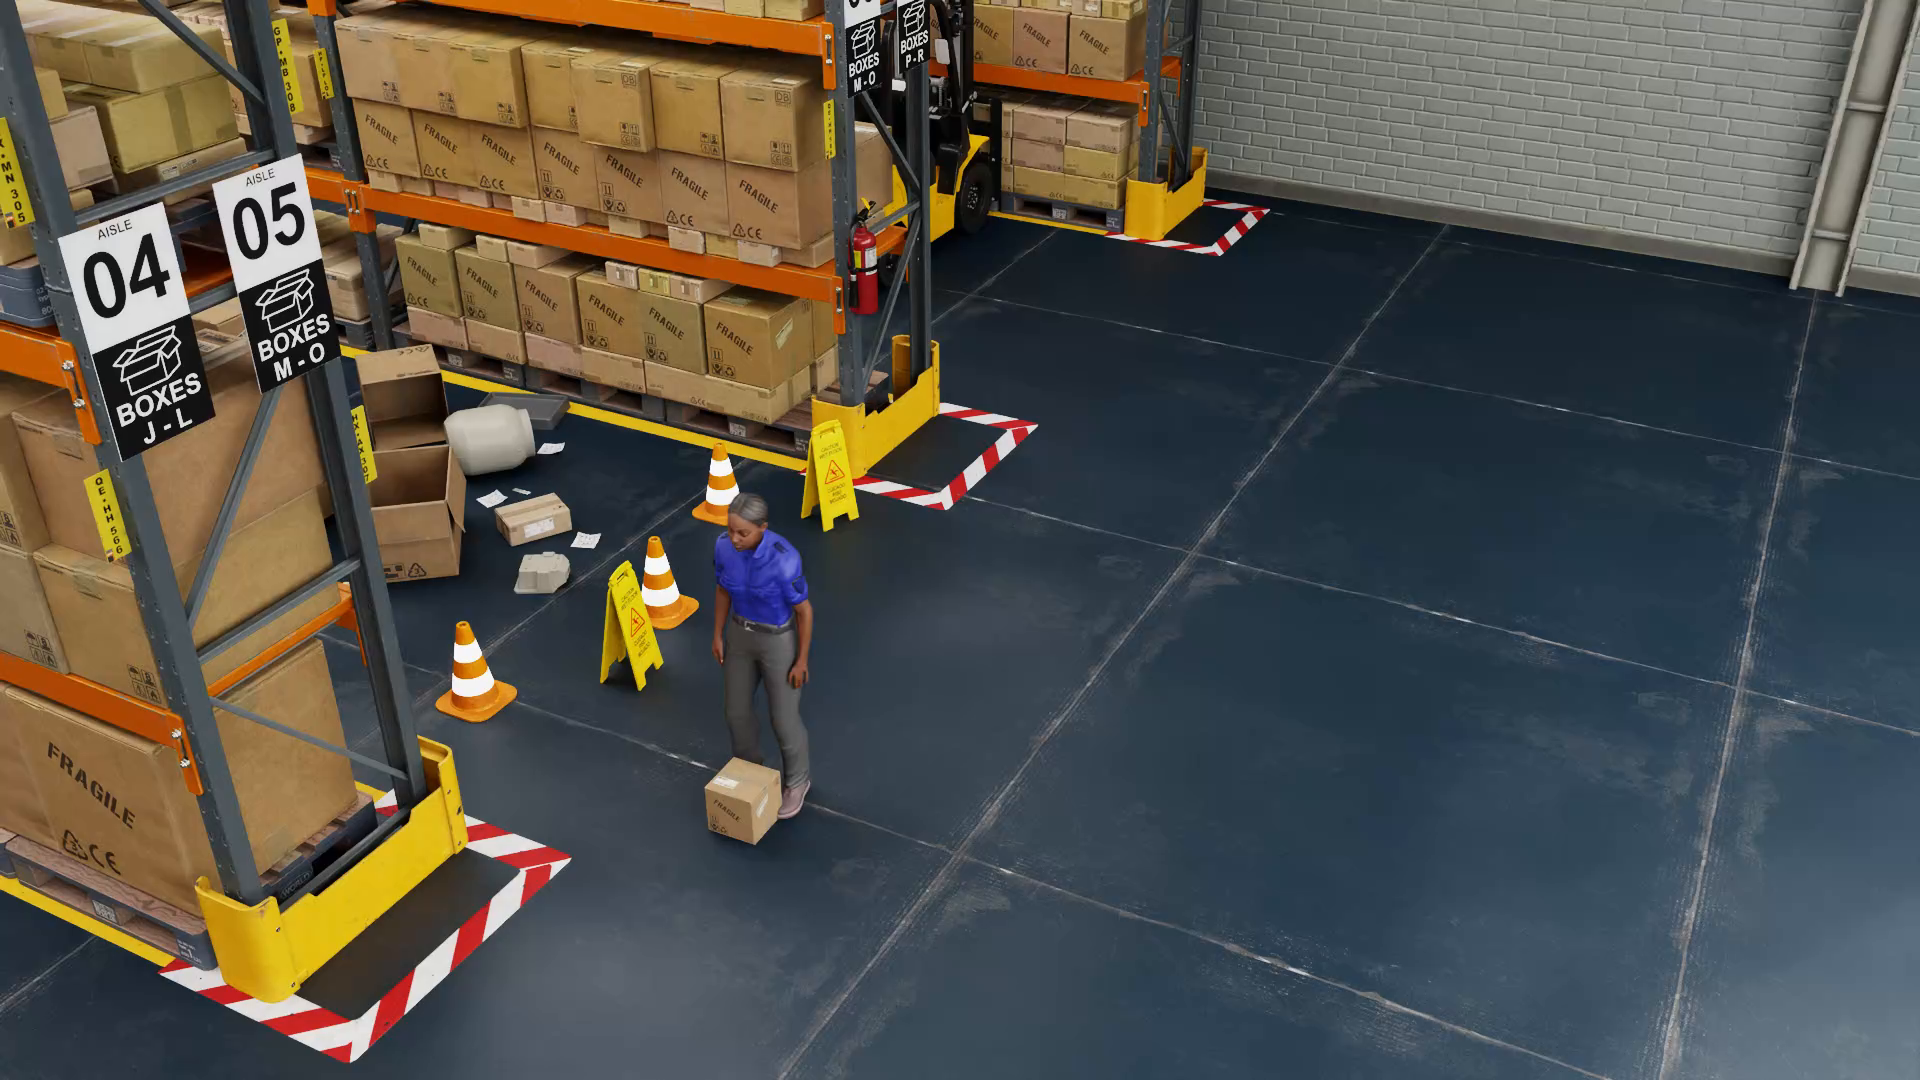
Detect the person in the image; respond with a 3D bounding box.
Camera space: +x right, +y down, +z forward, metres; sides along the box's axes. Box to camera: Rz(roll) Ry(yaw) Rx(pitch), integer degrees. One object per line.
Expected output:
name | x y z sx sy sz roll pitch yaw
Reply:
person | -0.895 0.484 7.459 0.512 1.654 0.352 14 33 23
